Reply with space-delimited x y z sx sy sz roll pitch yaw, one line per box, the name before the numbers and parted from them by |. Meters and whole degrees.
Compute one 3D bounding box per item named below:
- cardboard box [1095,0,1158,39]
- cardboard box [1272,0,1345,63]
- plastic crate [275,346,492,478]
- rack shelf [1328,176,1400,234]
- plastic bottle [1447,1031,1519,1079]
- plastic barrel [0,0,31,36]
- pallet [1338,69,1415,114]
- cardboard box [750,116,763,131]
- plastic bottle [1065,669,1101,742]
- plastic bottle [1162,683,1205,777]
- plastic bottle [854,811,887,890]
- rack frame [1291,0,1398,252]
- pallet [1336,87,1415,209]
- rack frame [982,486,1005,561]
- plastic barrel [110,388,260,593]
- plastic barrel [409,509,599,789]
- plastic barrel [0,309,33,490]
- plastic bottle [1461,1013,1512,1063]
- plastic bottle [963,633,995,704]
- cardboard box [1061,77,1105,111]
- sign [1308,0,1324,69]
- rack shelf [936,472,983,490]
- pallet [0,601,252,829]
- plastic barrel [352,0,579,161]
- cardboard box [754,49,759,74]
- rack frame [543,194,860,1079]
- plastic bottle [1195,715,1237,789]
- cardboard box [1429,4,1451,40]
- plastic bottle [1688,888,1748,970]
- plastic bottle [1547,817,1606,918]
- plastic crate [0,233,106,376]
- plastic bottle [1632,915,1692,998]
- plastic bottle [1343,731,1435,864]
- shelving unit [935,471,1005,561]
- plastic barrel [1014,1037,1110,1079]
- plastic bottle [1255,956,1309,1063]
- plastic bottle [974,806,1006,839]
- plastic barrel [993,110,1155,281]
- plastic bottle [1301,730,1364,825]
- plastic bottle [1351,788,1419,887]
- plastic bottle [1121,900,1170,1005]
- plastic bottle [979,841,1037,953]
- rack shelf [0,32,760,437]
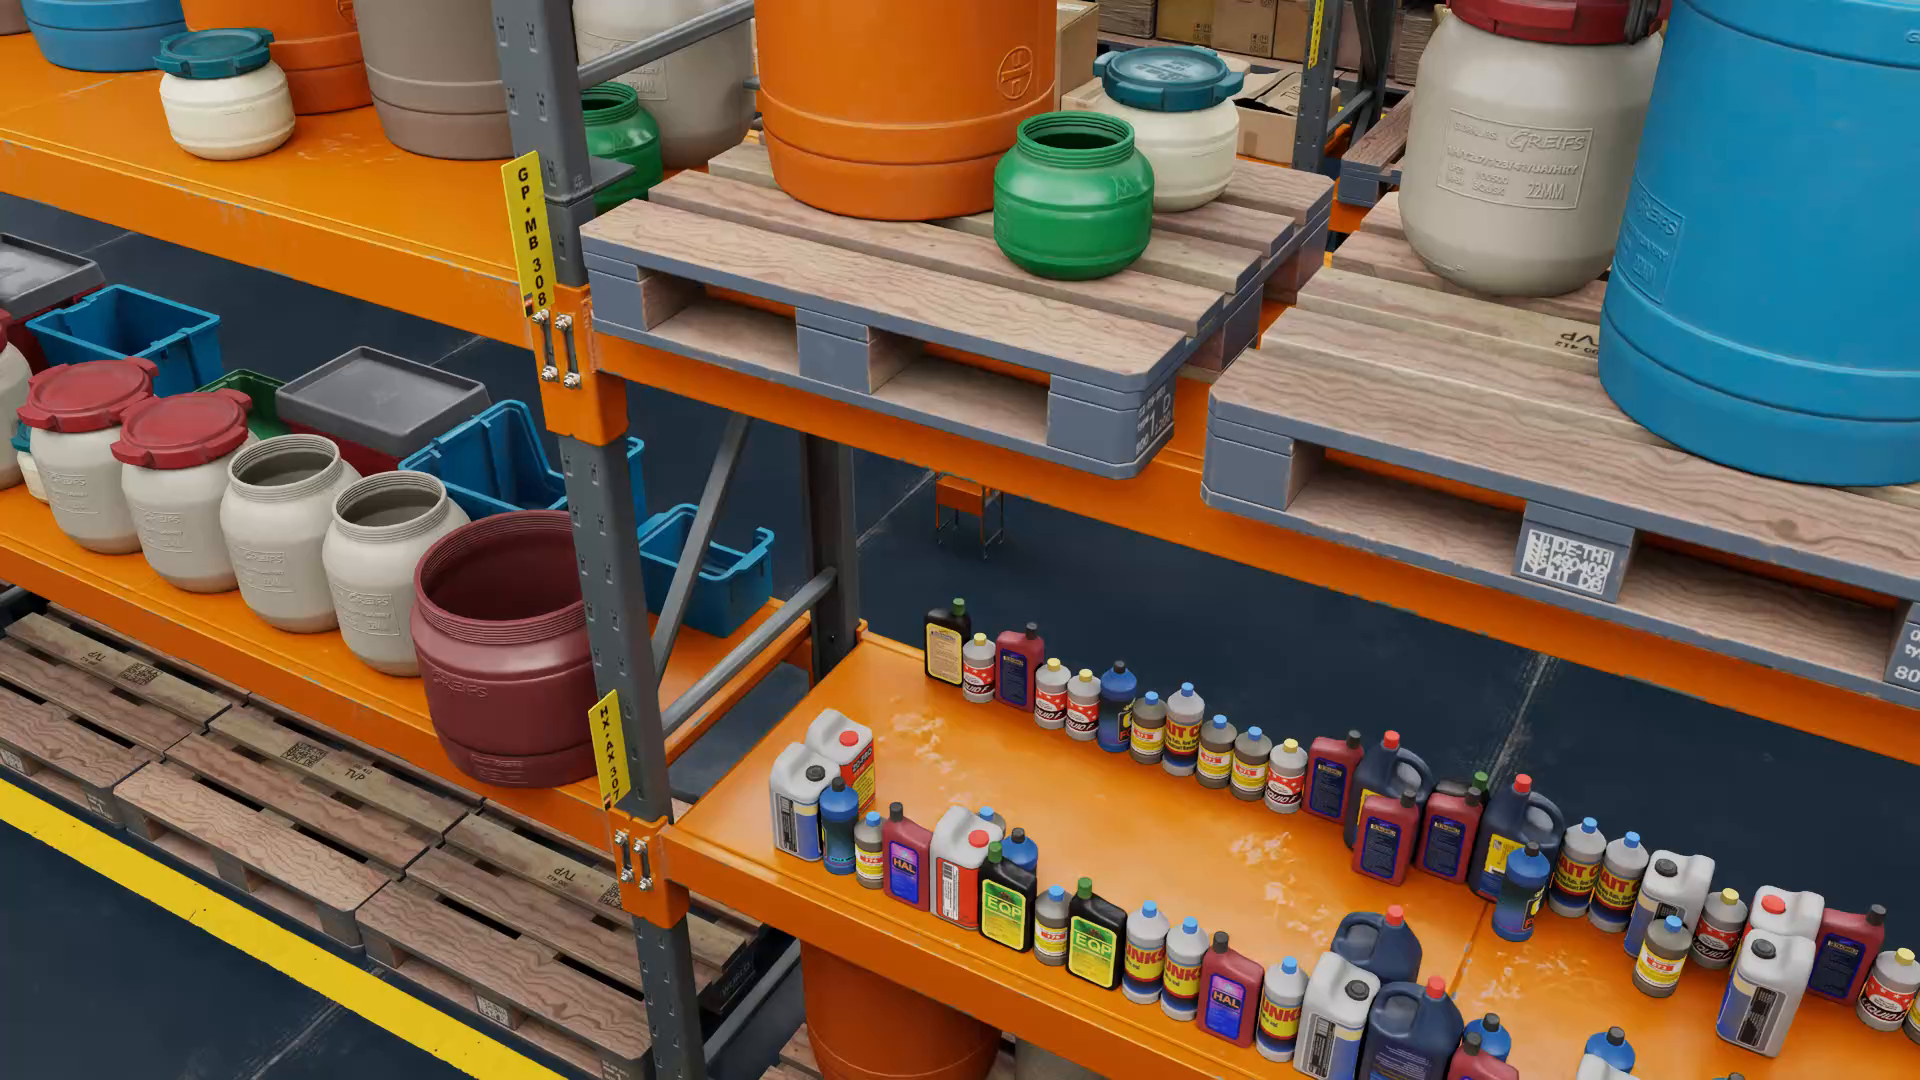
cardboard box | 1.492 -4.491 13.647 0.500 0.500 0.700 19 38 26
cardboard box | 2.832 -4.079 13.028 0.500 0.500 0.700 17 37 24
plastic crate | -1.849 -0.294 5.427 0.583 0.464 0.402 18 37 24
rack shelf | 3.599 -1.209 7.508 4.000 0.370 1.077 18 37 24
plastic bottle | 1.075 1.138 3.439 0.133 0.283 0.061 18 37 24
plastic barrel | -2.954 -2.018 4.915 0.600 0.901 0.600 0 34 0
pallet | 3.640 -3.498 12.813 1.213 0.211 1.003 18 37 24
cardboard box | -1.116 -2.449 10.317 0.500 0.311 0.500 18 37 24
plastic bottle | 0.341 0.444 4.557 0.097 0.201 0.097 0 34 0
plastic bottle | 0.594 0.495 4.417 0.097 0.271 0.097 0 34 0
plastic bottle | -0.211 0.753 4.092 0.097 0.201 0.097 0 34 0
rack frame | 1.863 -2.058 8.135 0.127 3.000 1.000 18 37 24
pallet | 2.486 -1.826 7.959 1.003 0.211 1.213 18 37 24
rack frame | 0.152 -0.389 7.387 0.008 1.050 0.200 18 37 24
plastic barrel | -2.337 -0.143 5.136 0.433 0.535 0.433 0 34 0
plastic barrel | -1.151 0.286 4.492 0.708 0.536 0.600 18 37 24
plastic barrel | -3.349 -0.464 5.617 0.433 0.535 0.433 0 34 0
plastic bottle | 1.099 1.100 3.507 0.097 0.271 0.097 0 34 0
plastic bottle | 0.056 0.353 4.692 0.097 0.201 0.097 0 34 0
cardboard box | 0.728 -2.277 8.690 0.250 0.149 0.380 21 39 28
sign | 1.590 -2.272 7.411 0.005 0.325 0.100 18 37 24
rack shelf | 0.046 -0.413 7.443 0.240 0.259 0.215 18 37 24
pallet | -3.370 0.582 6.685 1.213 0.211 1.003 18 37 24
plastic barrel | -1.203 -1.463 4.082 0.600 0.901 0.600 0 34 0
cardboard box | -0.942 -2.712 9.343 0.250 0.149 0.380 18 37 24
rack frame | -0.598 0.324 4.557 0.127 3.000 1.000 18 37 24
plastic bottle | 0.679 0.551 4.396 0.097 0.201 0.097 0 34 0
cardboard box | 2.466 -2.156 7.812 0.500 0.500 0.700 6 34 9
plastic bottle | 1.771 0.897 3.876 0.097 0.201 0.097 0 34 0
plastic bottle | 1.485 0.777 3.993 0.097 0.271 0.097 0 34 0
plastic crate | -3.499 -0.816 6.212 0.583 0.464 0.402 18 37 24
plastic bottle | 1.611 0.943 3.807 0.097 0.201 0.097 0 34 0
plastic bottle | 1.075 0.629 4.144 0.185 0.351 0.144 18 37 24
shelving unit | 0.046 -0.422 7.437 0.252 1.050 0.215 18 37 24
plastic barrel | 0.370 1.424 4.771 0.421 0.512 0.421 0 34 0
plastic bottle | 0.707 1.015 3.635 0.097 0.271 0.097 0 34 0
plastic bottle | 0.065 0.744 4.106 0.097 0.201 0.097 0 34 0
plastic barrel | 0.208 -0.632 3.048 0.294 0.245 0.294 0 34 0
plastic bottle | 0.957 0.593 4.258 0.133 0.283 0.061 18 37 24
plastic bottle | 1.046 0.713 4.078 0.133 0.283 0.061 18 37 24
plastic bottle | 0.422 0.925 3.771 0.097 0.271 0.097 0 34 0
plastic bottle | 0.113 0.833 3.897 0.133 0.283 0.061 18 37 24
rack shelf | -2.335 -1.175 4.751 4.000 0.370 1.077 18 37 24
